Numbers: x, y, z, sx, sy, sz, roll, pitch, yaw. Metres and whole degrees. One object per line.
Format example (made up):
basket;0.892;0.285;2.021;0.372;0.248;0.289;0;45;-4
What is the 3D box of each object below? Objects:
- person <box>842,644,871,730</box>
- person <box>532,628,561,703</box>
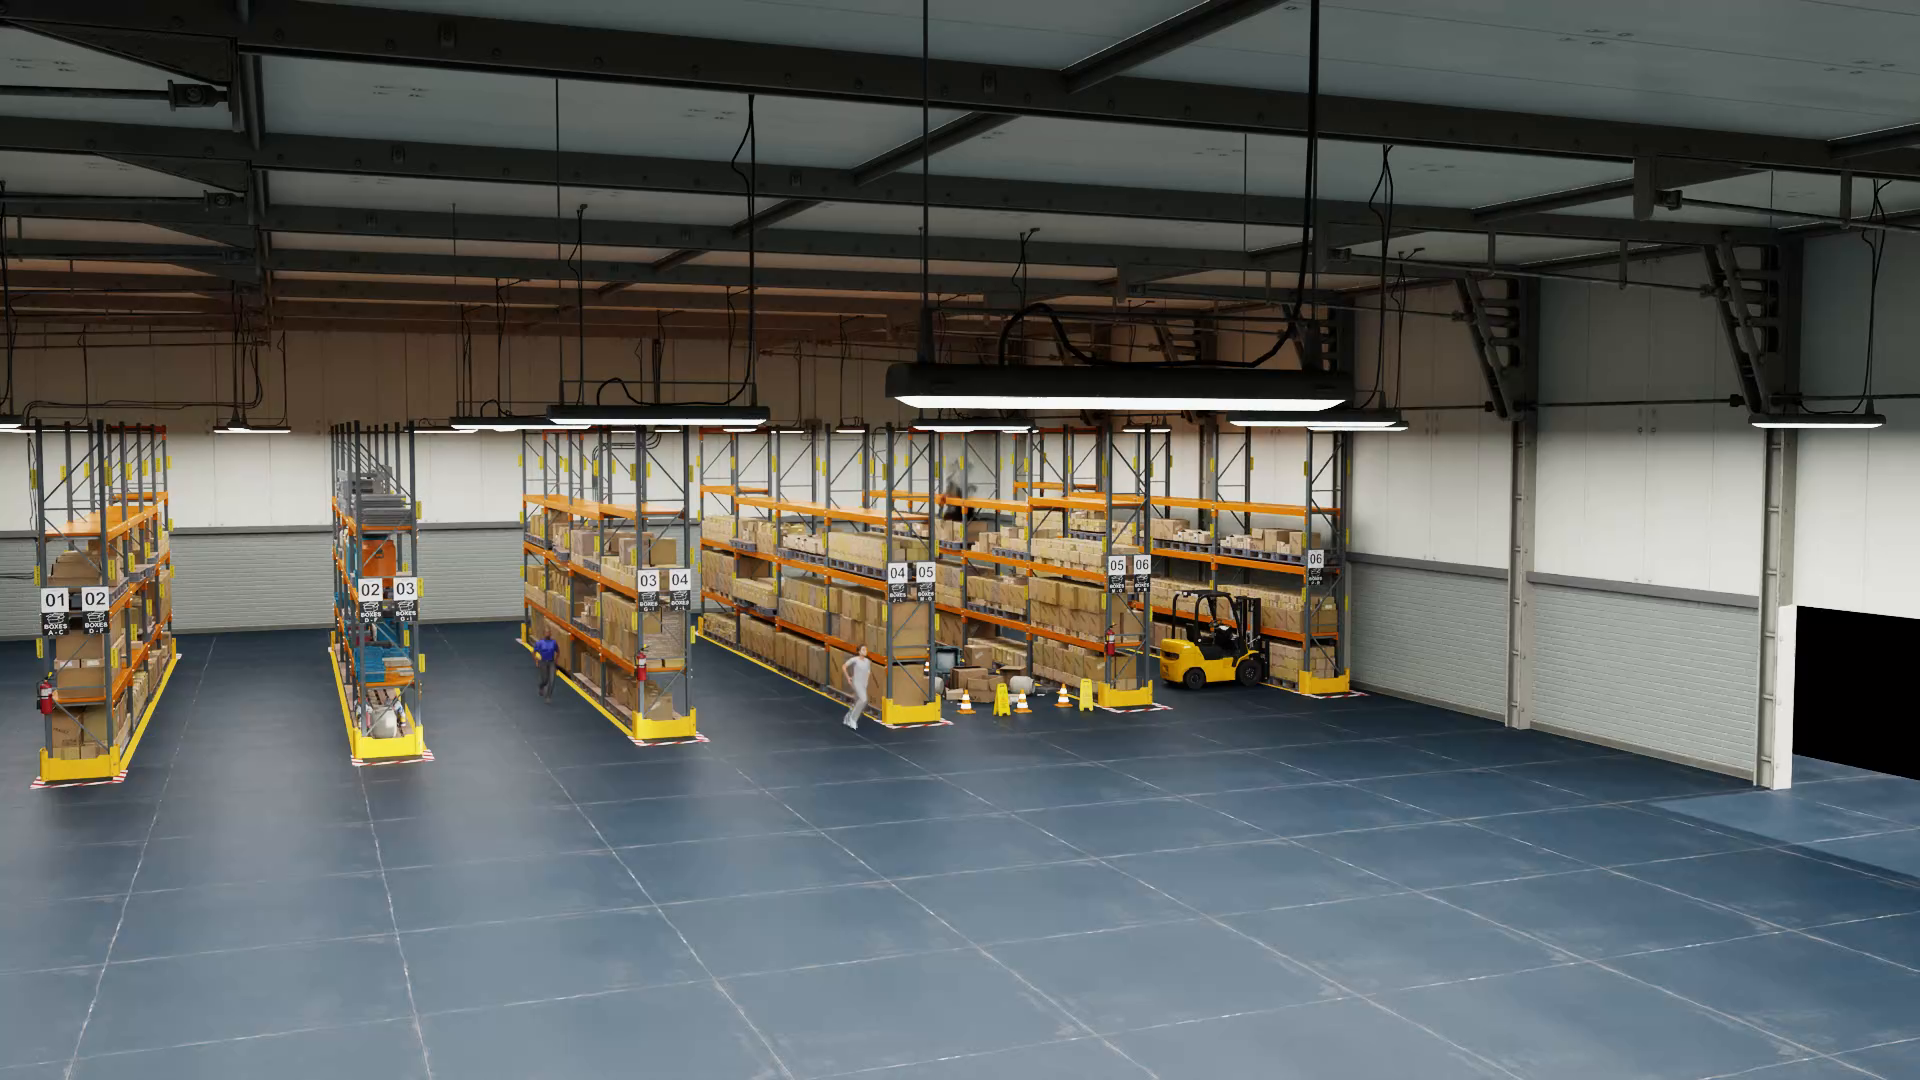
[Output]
person;-1.974;2.867;32.650;0.647;1.649;0.552;3;5;40
person;-8.871;2.688;35.756;0.588;1.606;0.563;-2;4;-28
